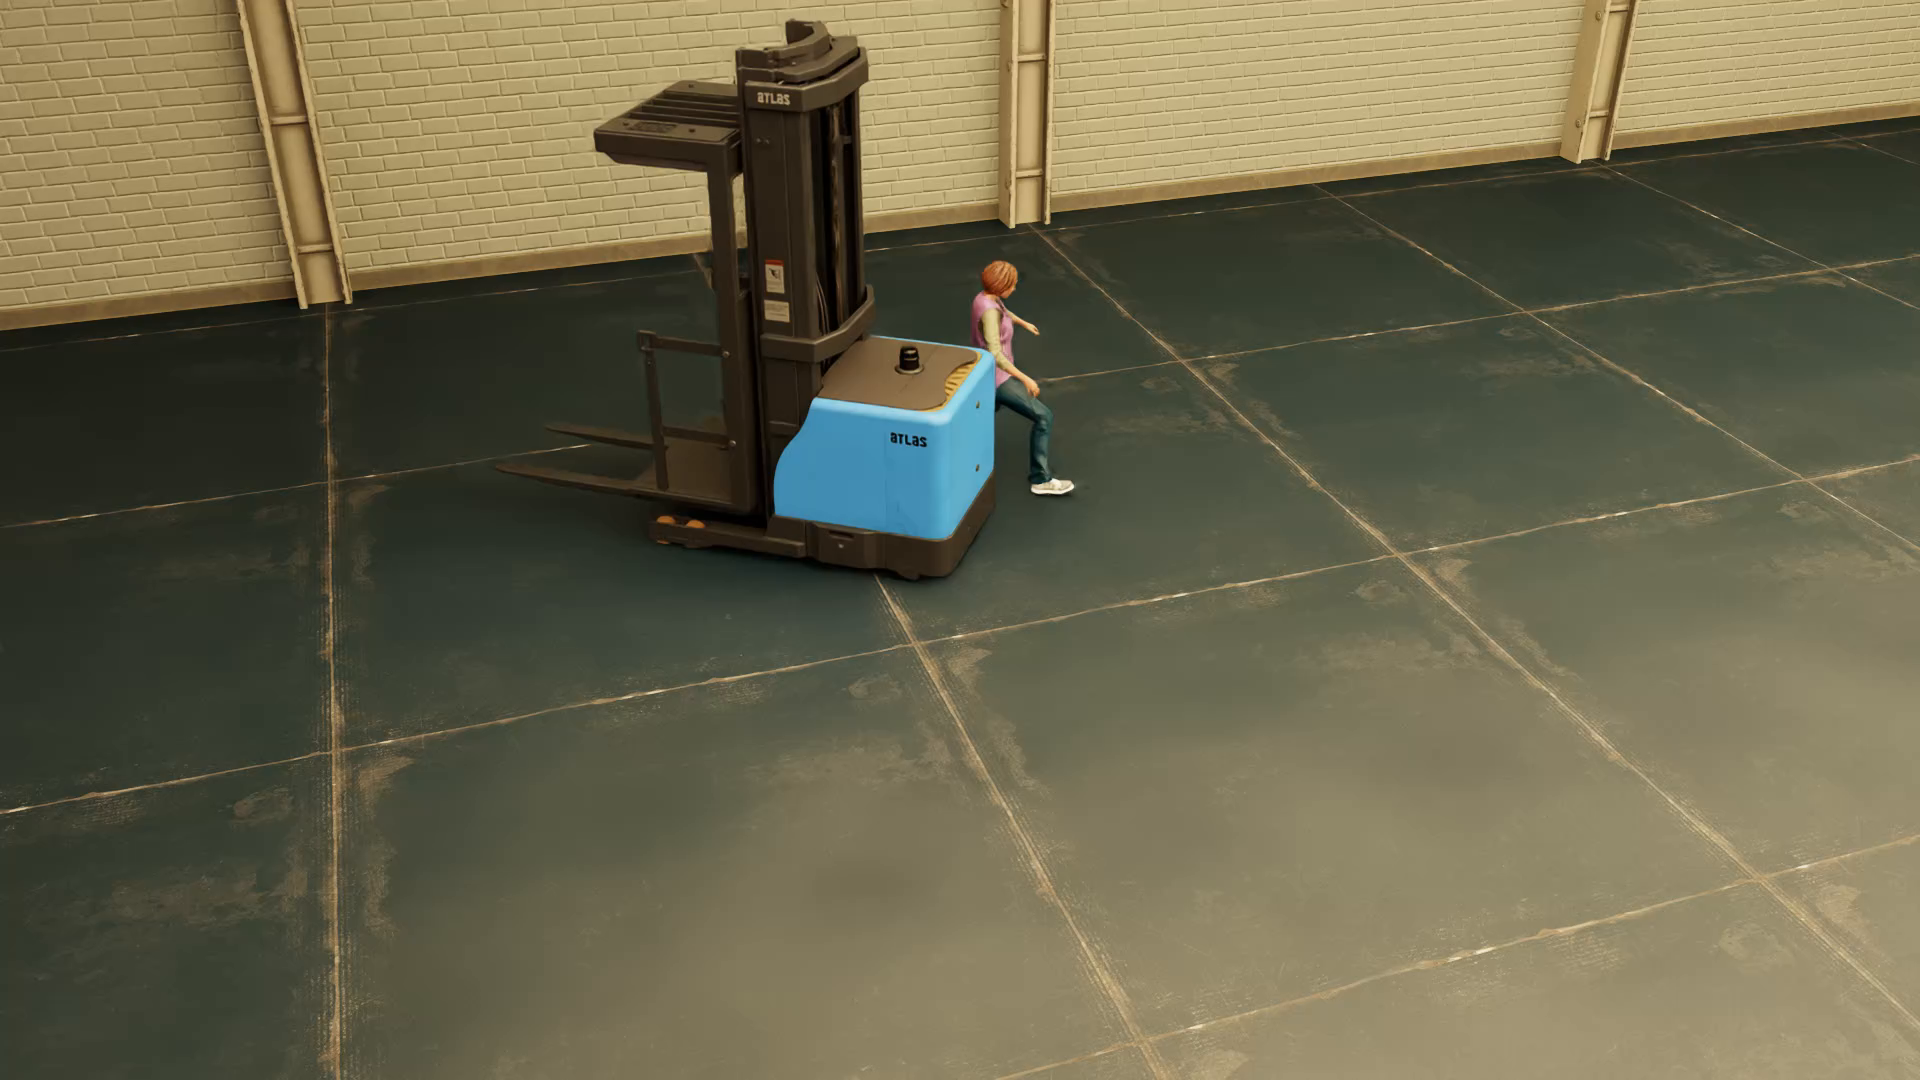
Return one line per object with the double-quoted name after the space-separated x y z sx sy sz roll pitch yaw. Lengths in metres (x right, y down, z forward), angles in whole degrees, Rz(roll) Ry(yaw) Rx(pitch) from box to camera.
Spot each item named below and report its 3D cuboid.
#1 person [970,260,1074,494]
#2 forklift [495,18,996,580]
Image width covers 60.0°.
0.290 -1.062 10.495 0.825 1.481 0.872 -1 30 -3 "person"
-1.354 -1.458 9.621 3.031 2.935 1.130 9 31 15 "forklift"
